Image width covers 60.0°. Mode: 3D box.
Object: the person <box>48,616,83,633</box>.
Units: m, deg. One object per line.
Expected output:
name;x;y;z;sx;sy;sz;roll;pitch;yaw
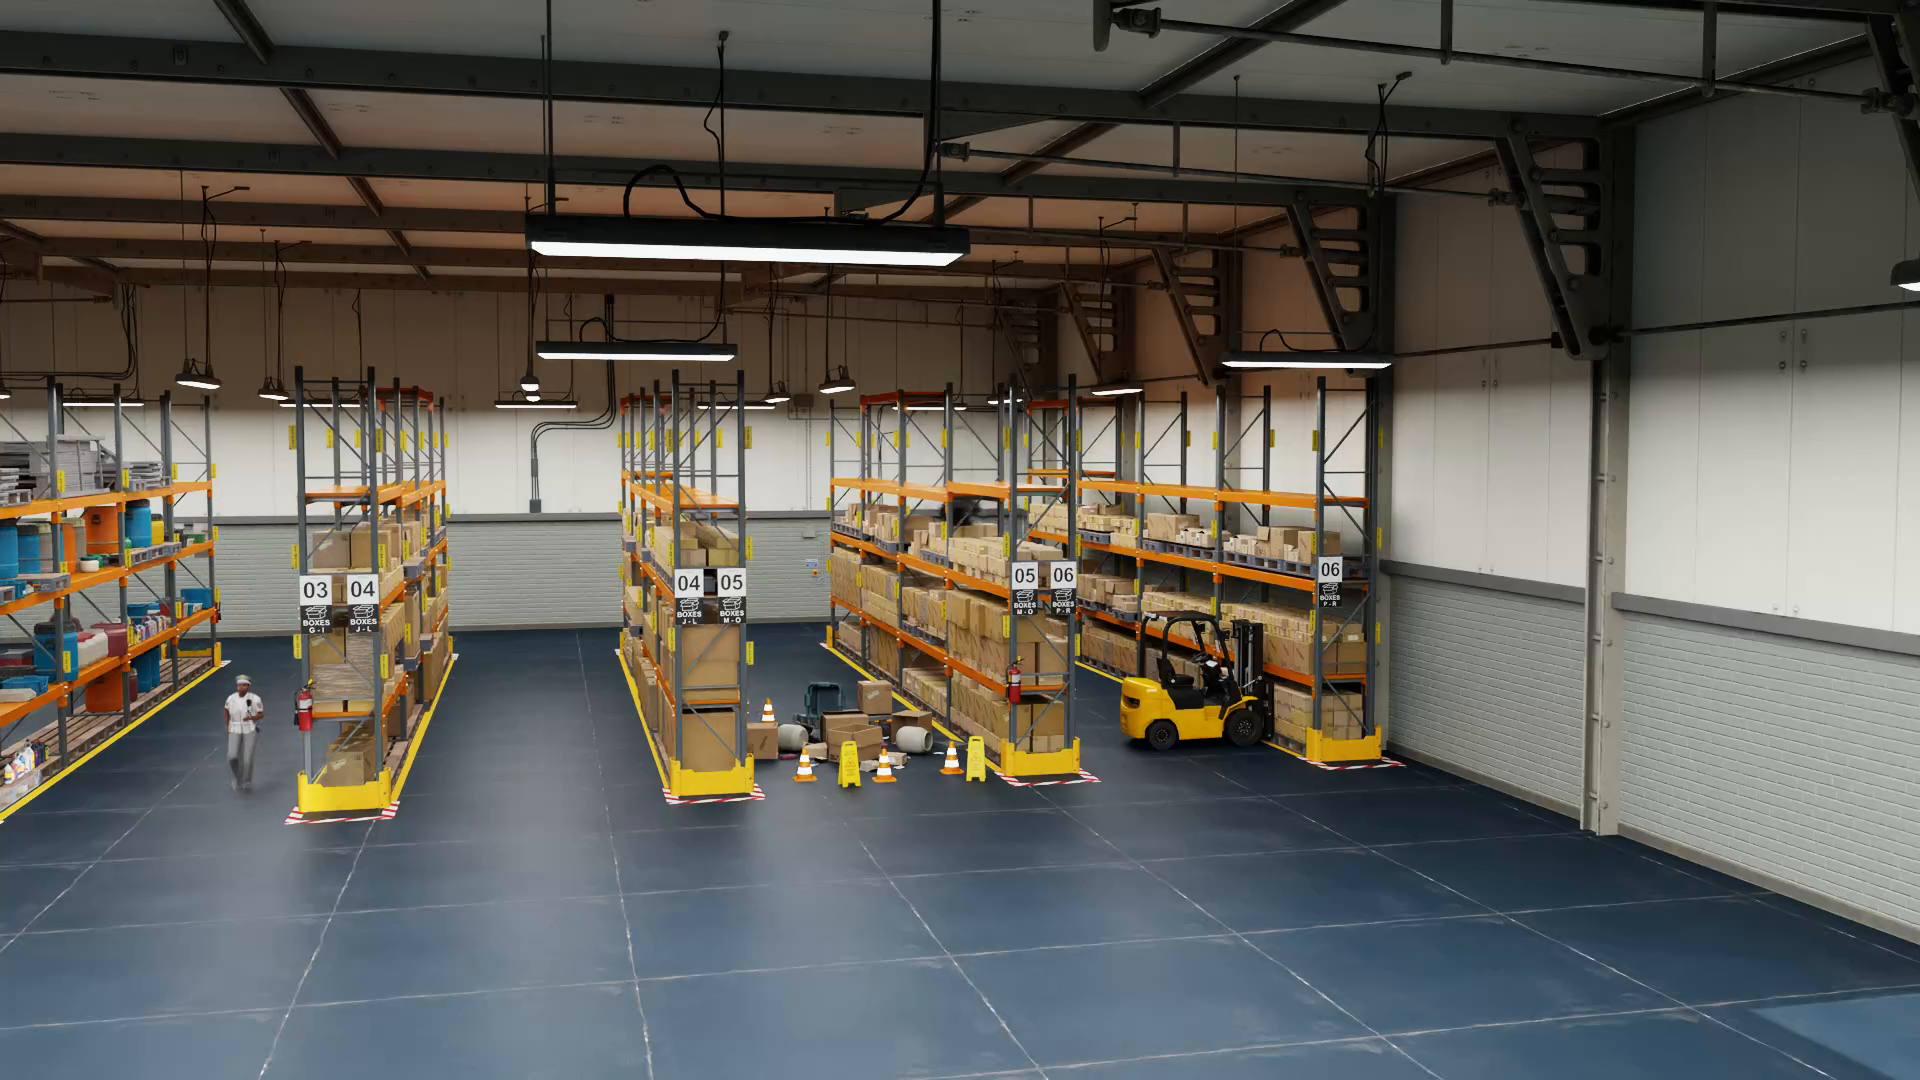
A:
person;-17.925;2.239;33.263;0.708;1.550;0.792;-1;4;-16

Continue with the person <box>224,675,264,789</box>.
person;-10.237;2.747;23.743;0.574;1.663;0.628;-1;4;-14
